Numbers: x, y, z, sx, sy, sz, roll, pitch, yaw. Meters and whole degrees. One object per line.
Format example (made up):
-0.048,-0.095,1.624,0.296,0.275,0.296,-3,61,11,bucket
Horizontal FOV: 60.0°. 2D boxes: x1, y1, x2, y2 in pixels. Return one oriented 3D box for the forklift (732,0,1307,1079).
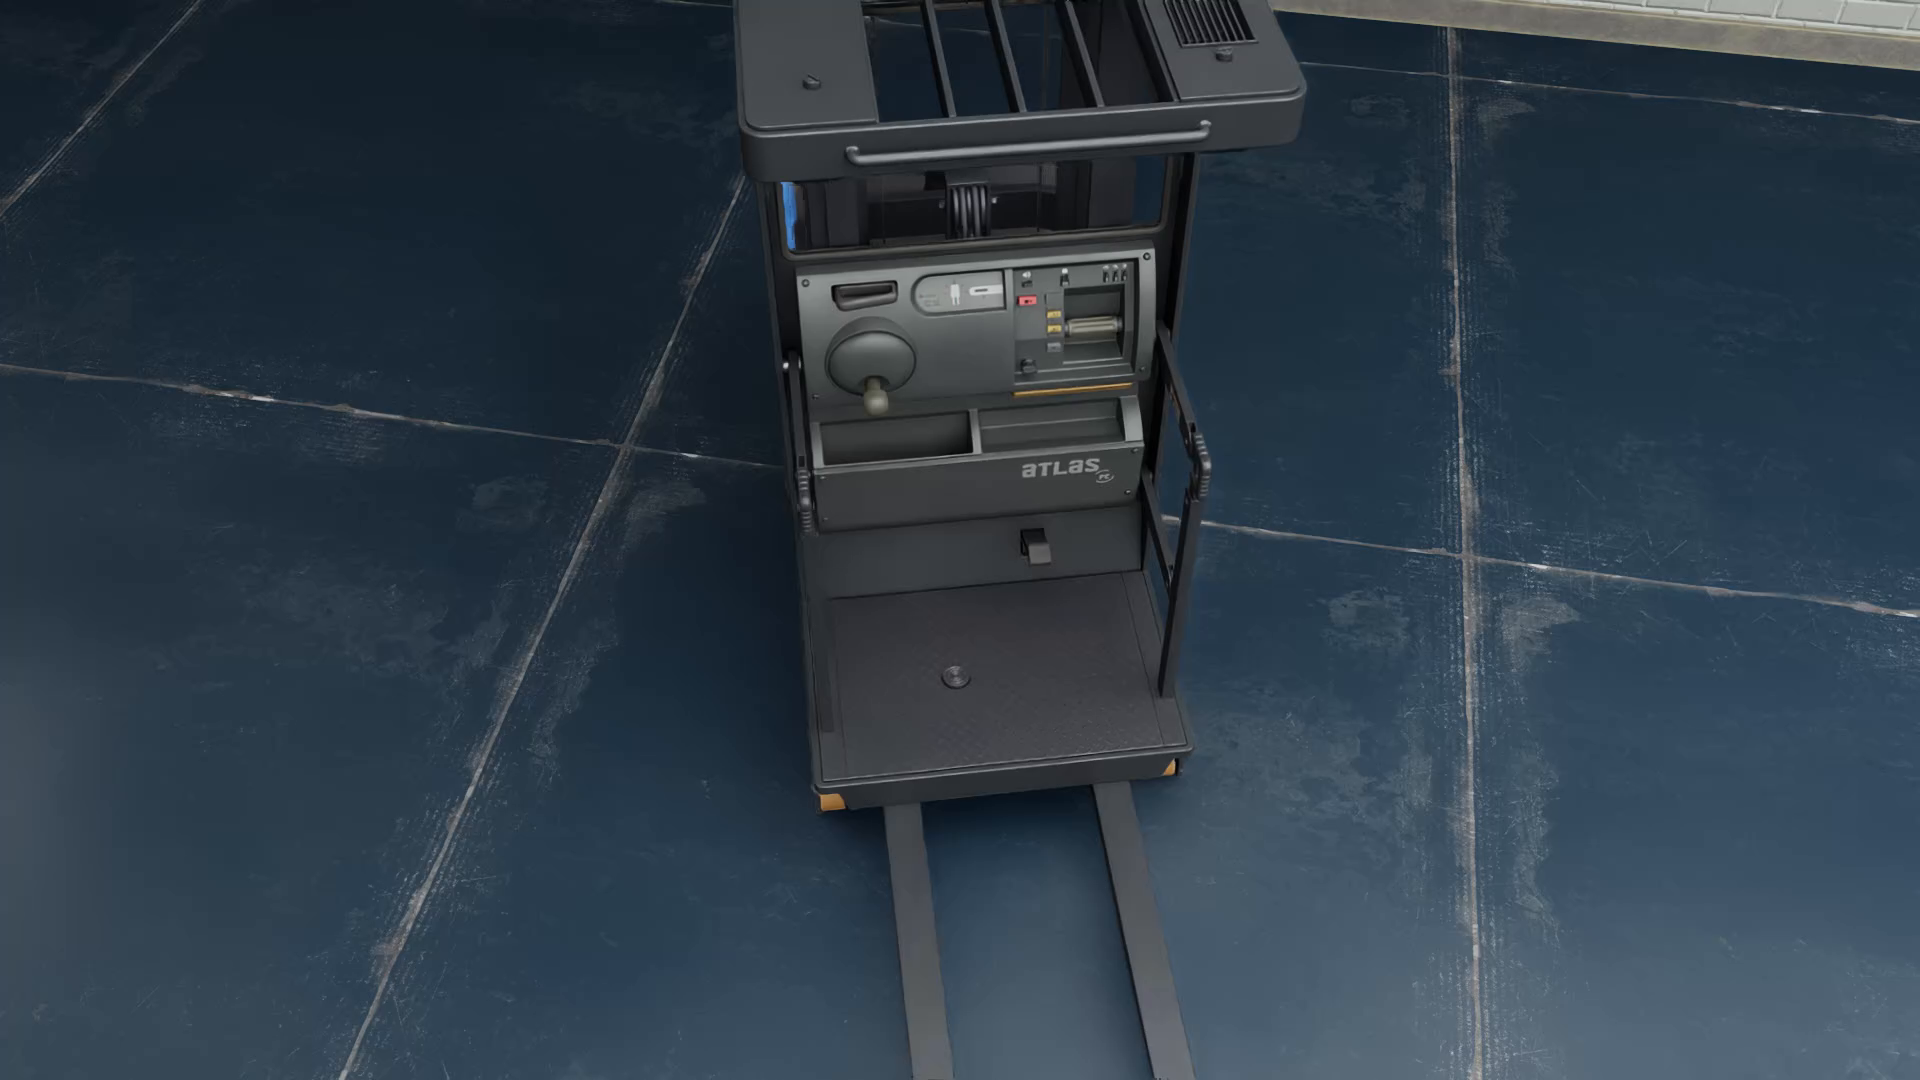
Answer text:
0.077,-0.447,4.181,1.130,2.935,3.031,-5,48,-5,forklift
